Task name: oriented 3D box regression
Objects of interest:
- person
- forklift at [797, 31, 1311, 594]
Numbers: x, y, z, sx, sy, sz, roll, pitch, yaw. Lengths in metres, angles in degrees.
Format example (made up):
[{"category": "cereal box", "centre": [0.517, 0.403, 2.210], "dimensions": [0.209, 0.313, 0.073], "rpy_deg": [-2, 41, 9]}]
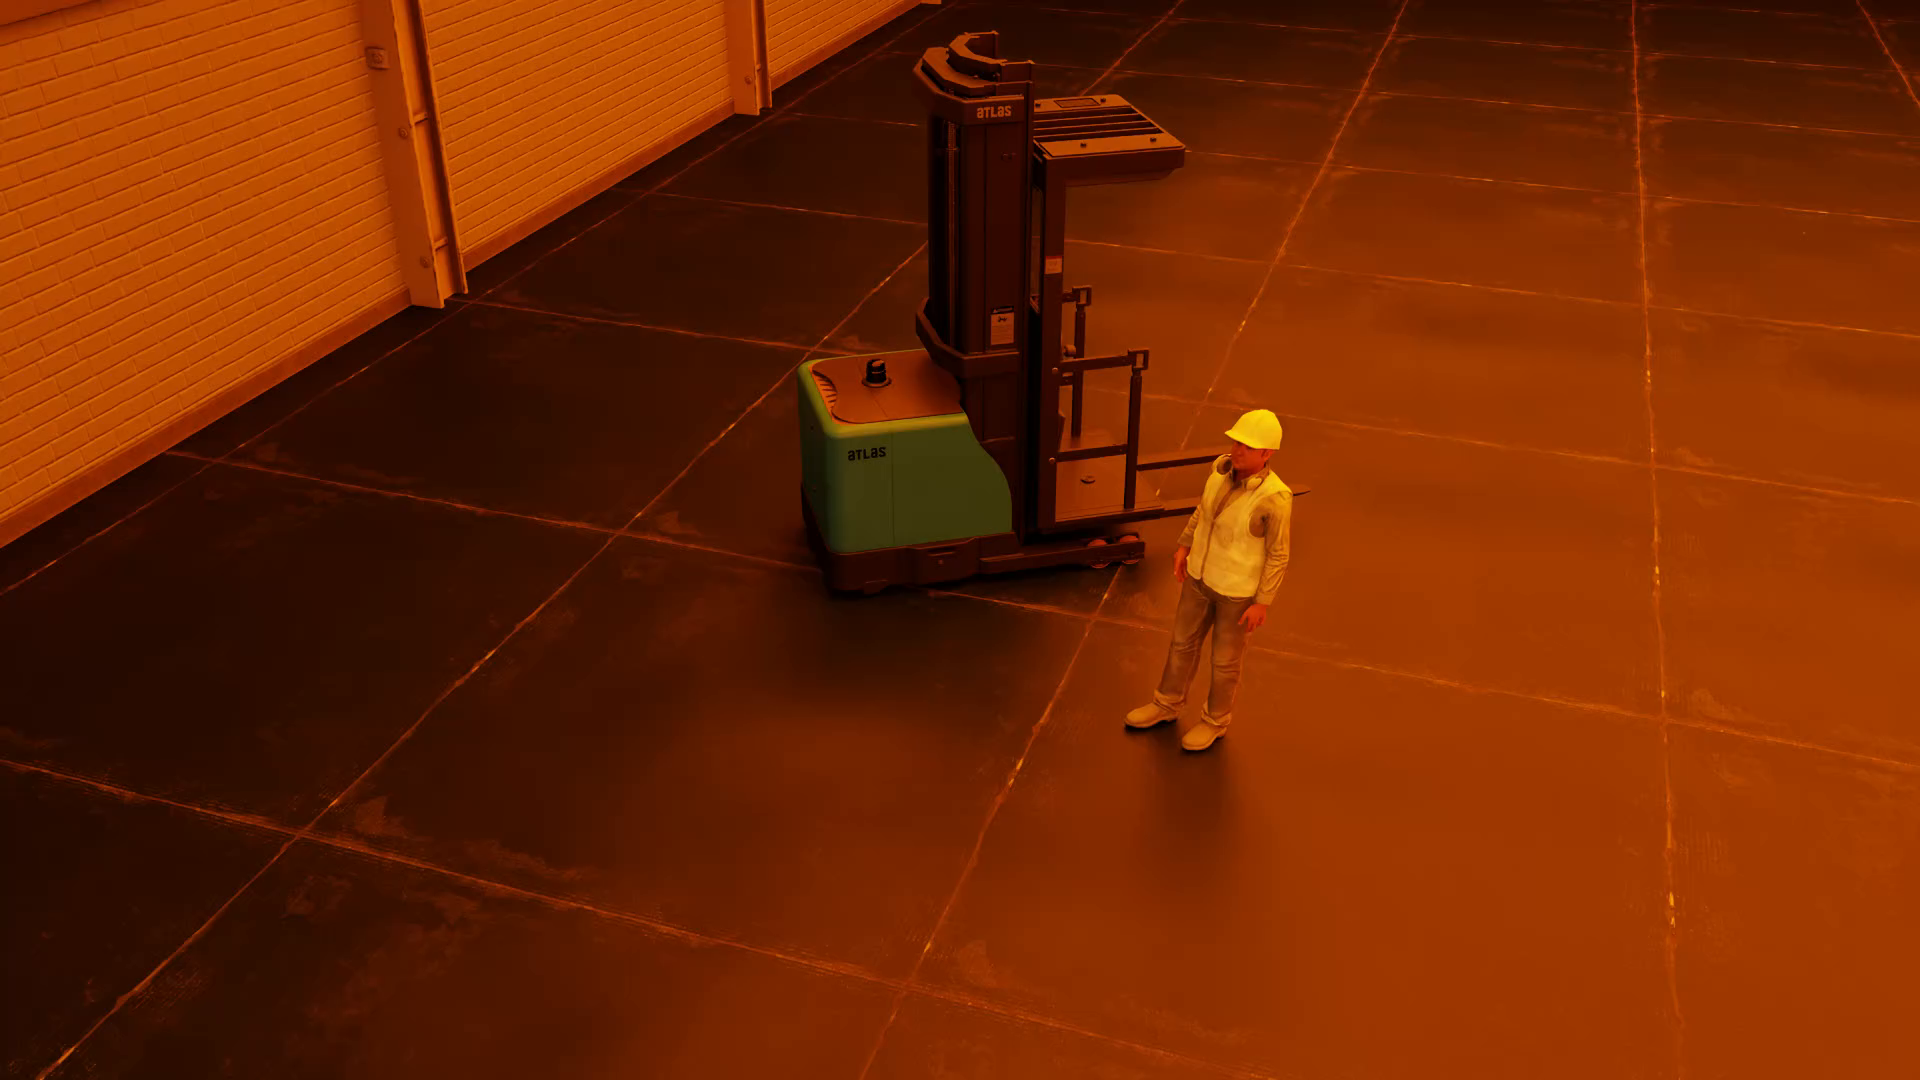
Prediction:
[{"category": "person", "centre": [1.217, 0.207, 7.926], "dimensions": [0.566, 1.776, 0.633], "rpy_deg": [-18, 34, -28]}, {"category": "forklift", "centre": [0.604, -1.352, 9.509], "dimensions": [3.031, 2.935, 1.130], "rpy_deg": [-7, 31, -13]}]
